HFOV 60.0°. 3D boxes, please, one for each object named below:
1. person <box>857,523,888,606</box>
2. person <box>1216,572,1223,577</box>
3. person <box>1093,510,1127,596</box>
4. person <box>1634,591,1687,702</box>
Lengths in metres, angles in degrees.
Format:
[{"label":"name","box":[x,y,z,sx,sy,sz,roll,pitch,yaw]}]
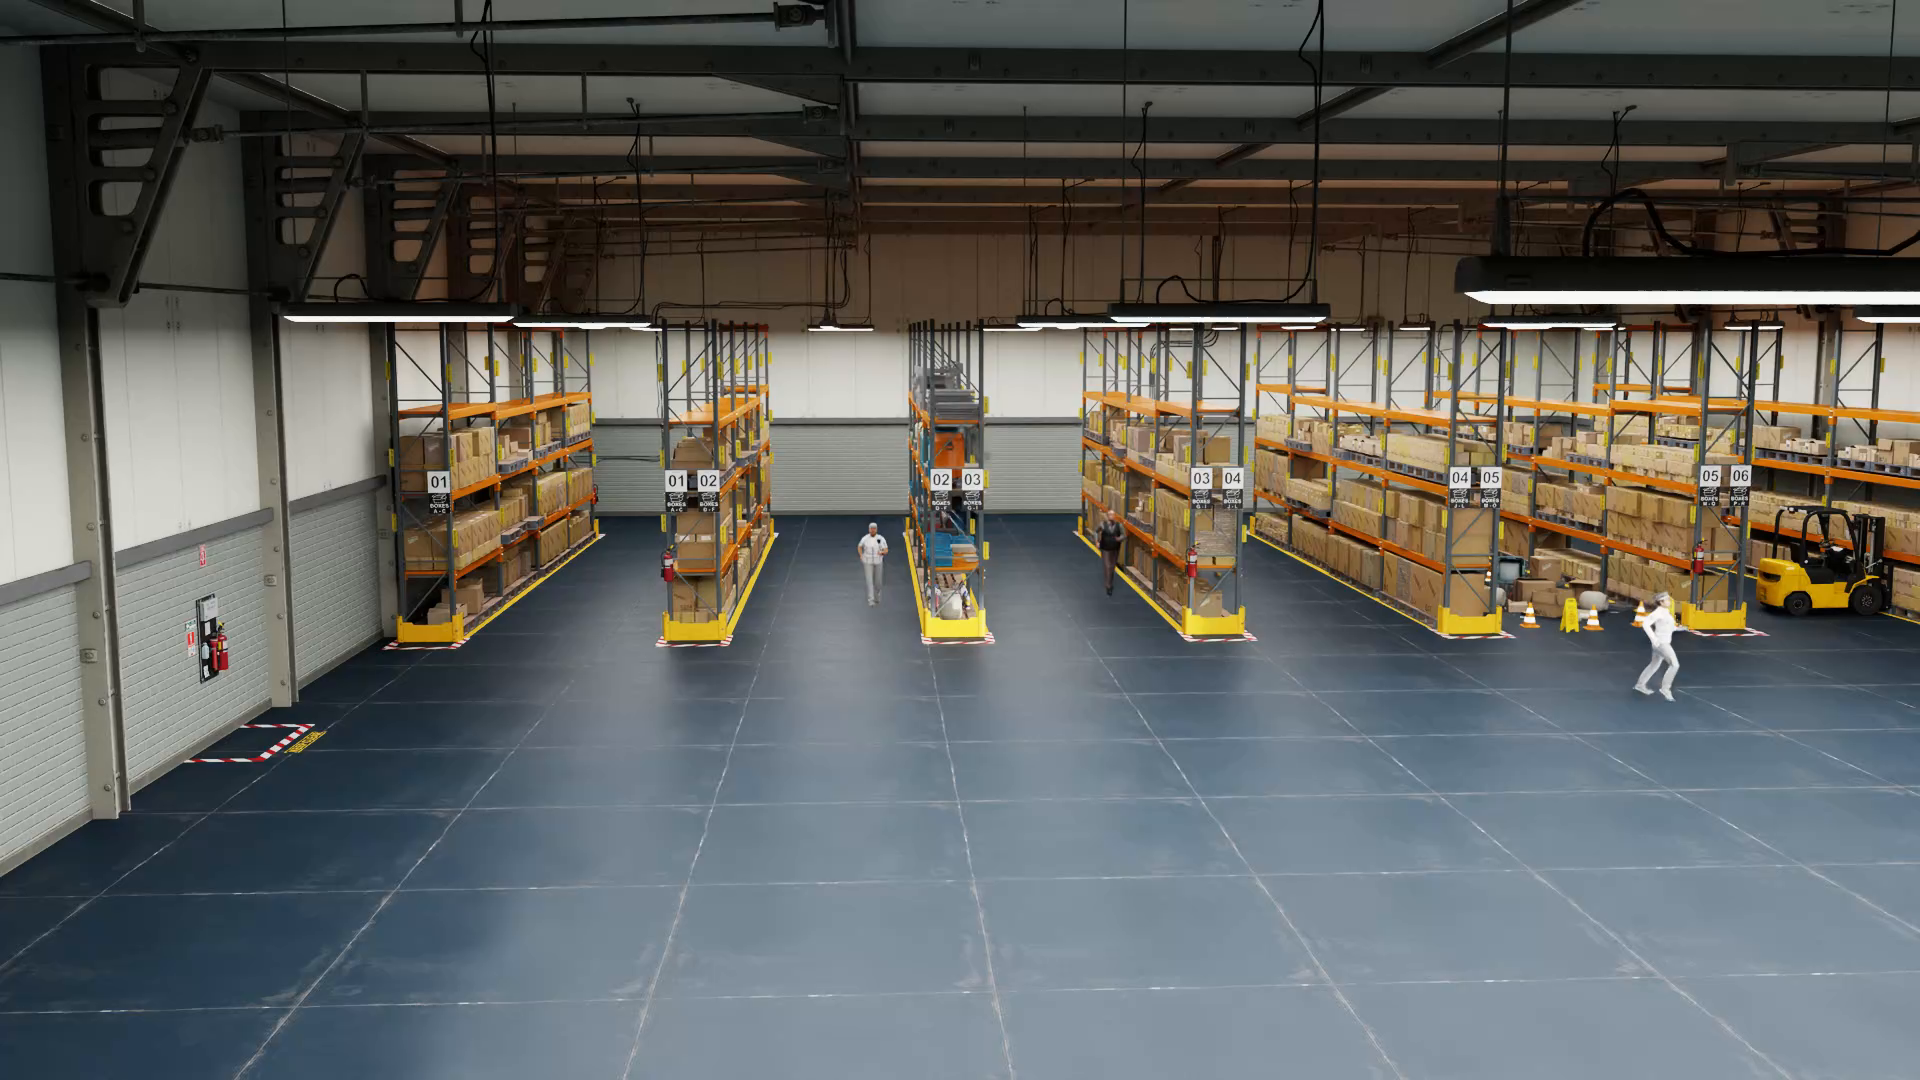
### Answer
[{"label":"person","box":[-1.756,0.490,33.548,0.620,1.673,0.766,-1,7,-5]},{"label":"person","box":[6.132,-0.009,39.481,0.720,1.728,0.581,-1,7,-6]},{"label":"person","box":[3.170,0.285,34.924,0.657,1.673,0.826,-1,7,-9]},{"label":"person","box":[11.019,1.666,26.144,0.732,1.749,0.567,4,8,27]}]
